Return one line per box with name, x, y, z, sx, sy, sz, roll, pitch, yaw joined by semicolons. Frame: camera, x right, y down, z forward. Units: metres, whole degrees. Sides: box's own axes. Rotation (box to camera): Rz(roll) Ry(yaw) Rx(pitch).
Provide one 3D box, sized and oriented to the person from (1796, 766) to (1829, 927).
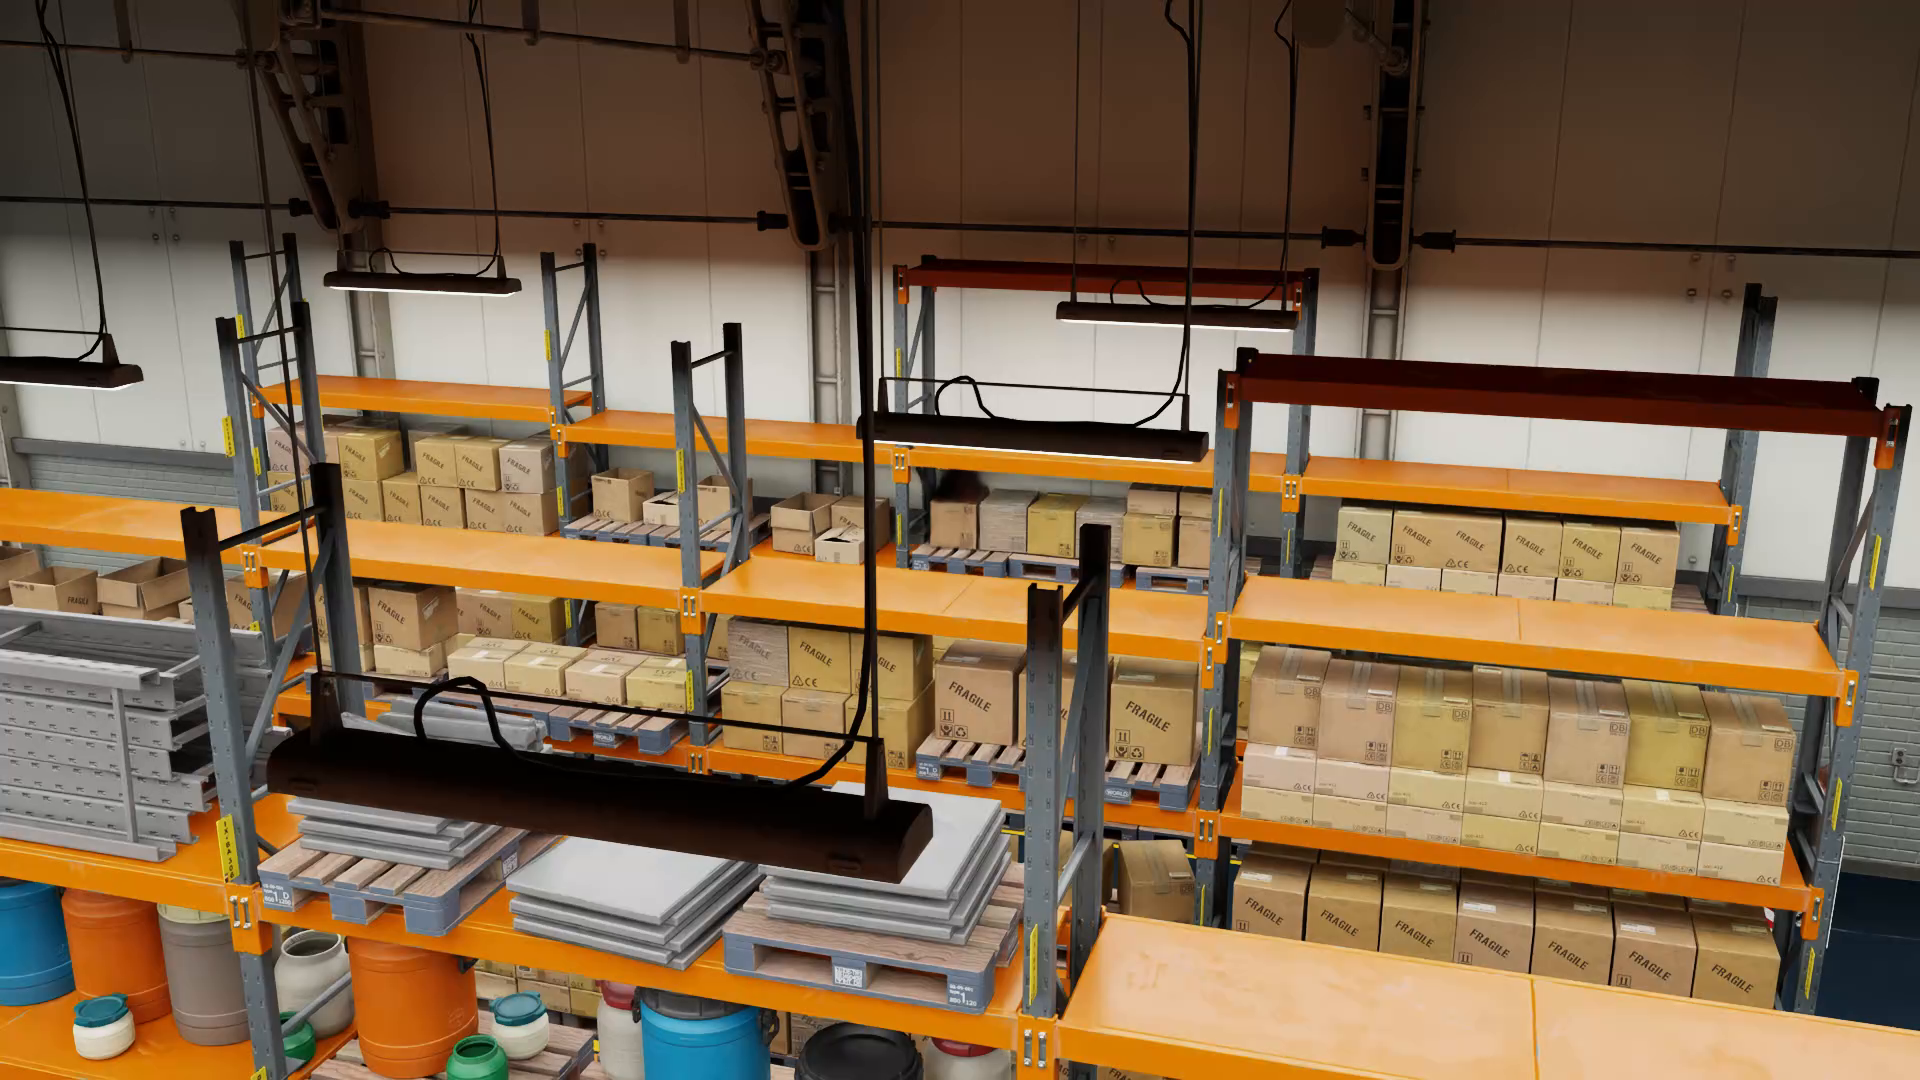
person;8.138;2.893;15.843;0.322;1.612;0.440;-4;16;-12
